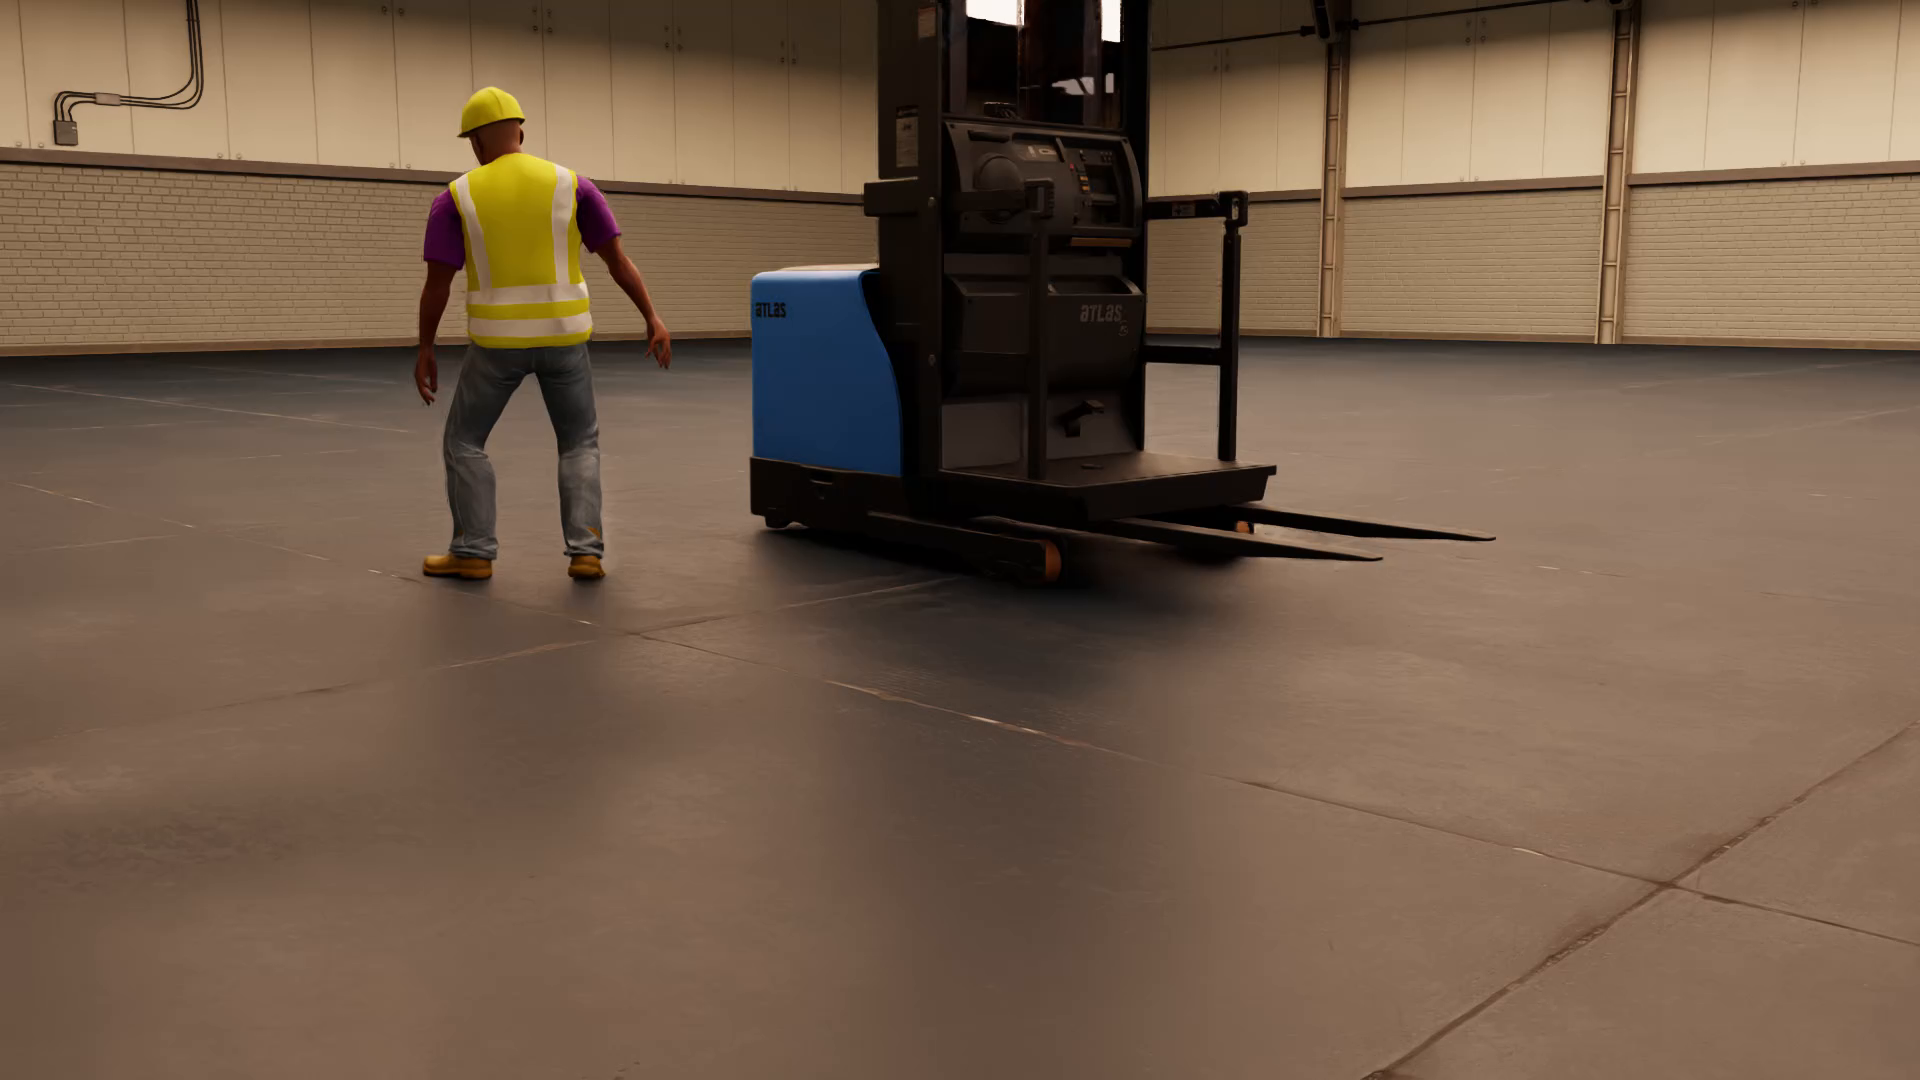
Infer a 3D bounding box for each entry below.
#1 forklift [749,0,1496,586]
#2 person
[{"bbox_3d":[0.461,-1.375,6.008,1.130,2.935,3.031,-7,11,-40],"label":"forklift"},{"bbox_3d":[-1.468,-0.704,5.841,0.888,1.734,0.497,-2,9,-14],"label":"person"}]
